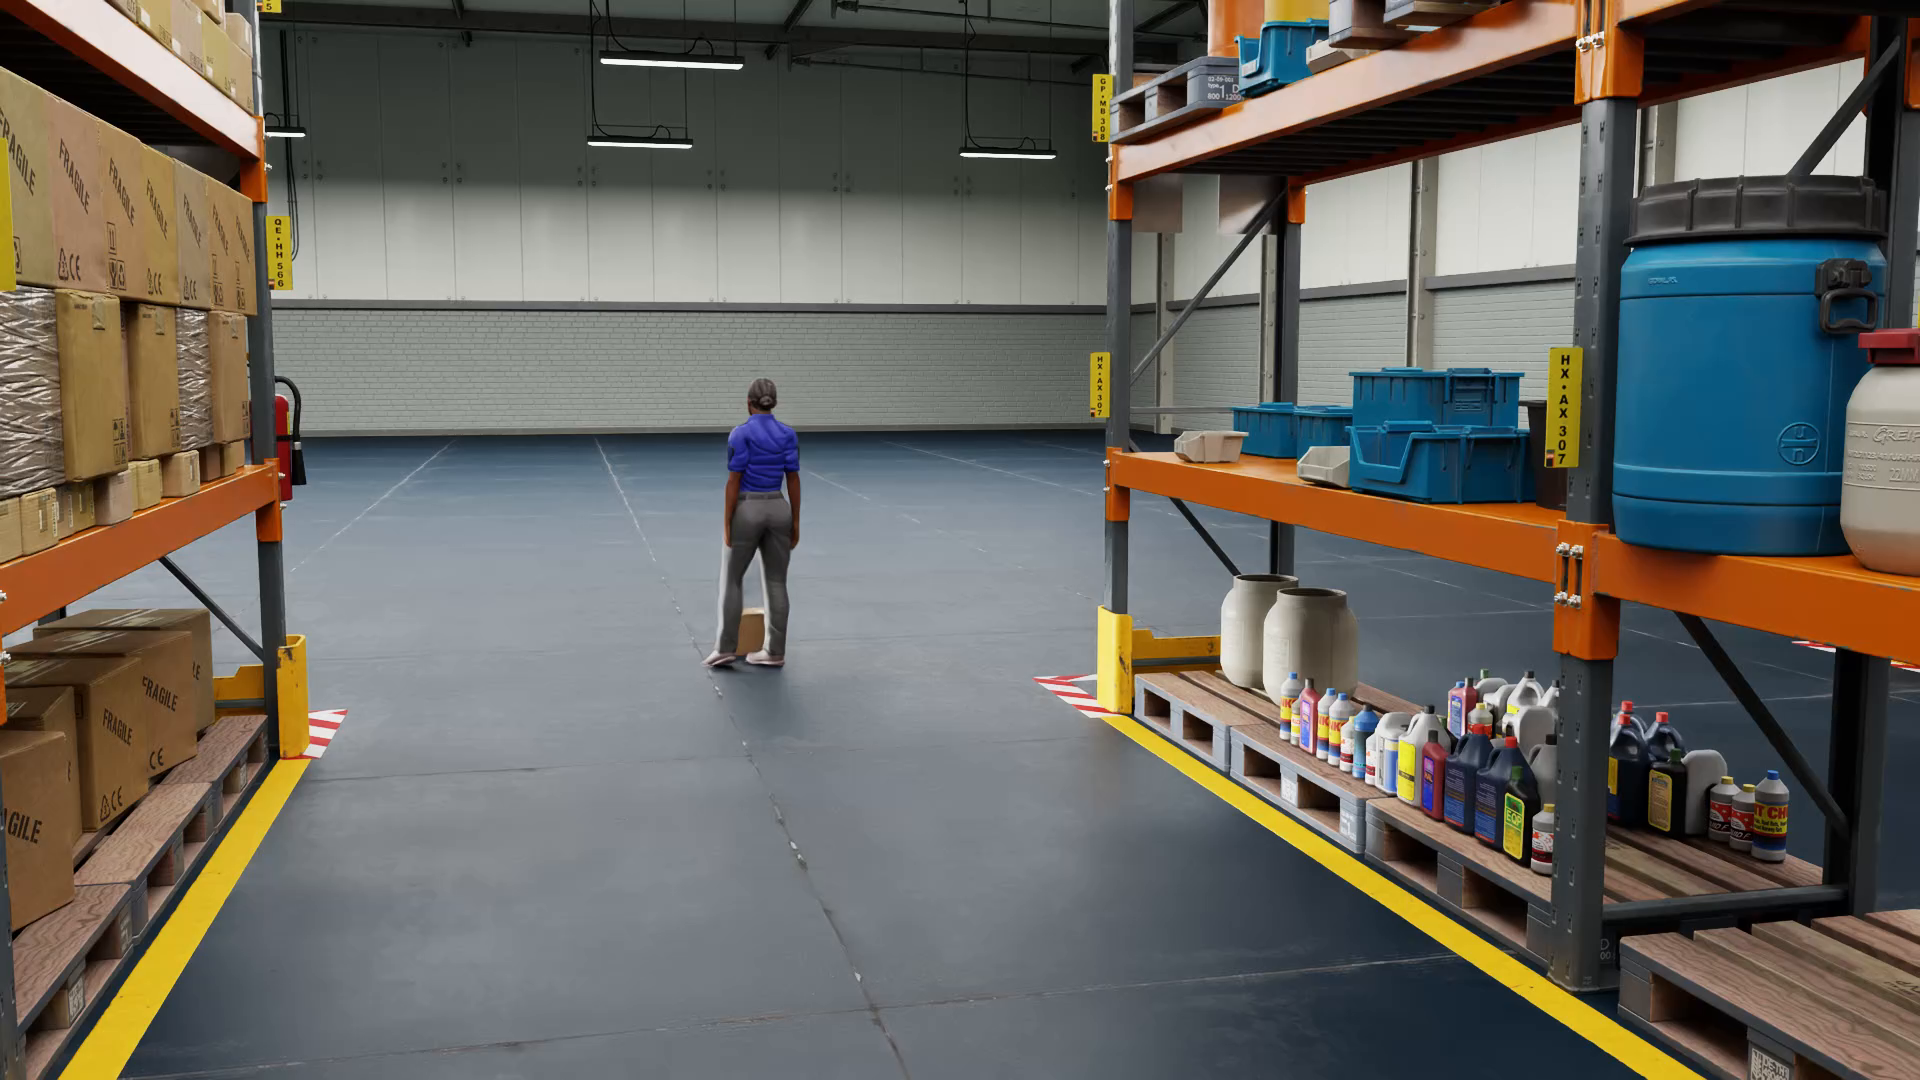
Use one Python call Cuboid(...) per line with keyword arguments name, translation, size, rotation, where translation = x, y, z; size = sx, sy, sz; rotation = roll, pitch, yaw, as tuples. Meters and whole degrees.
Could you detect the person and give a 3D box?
Cuboid(name="person", translation=(-1.209, -0.082, 9.587), size=(0.530, 1.707, 0.434), rotation=(-4, 7, -32))
